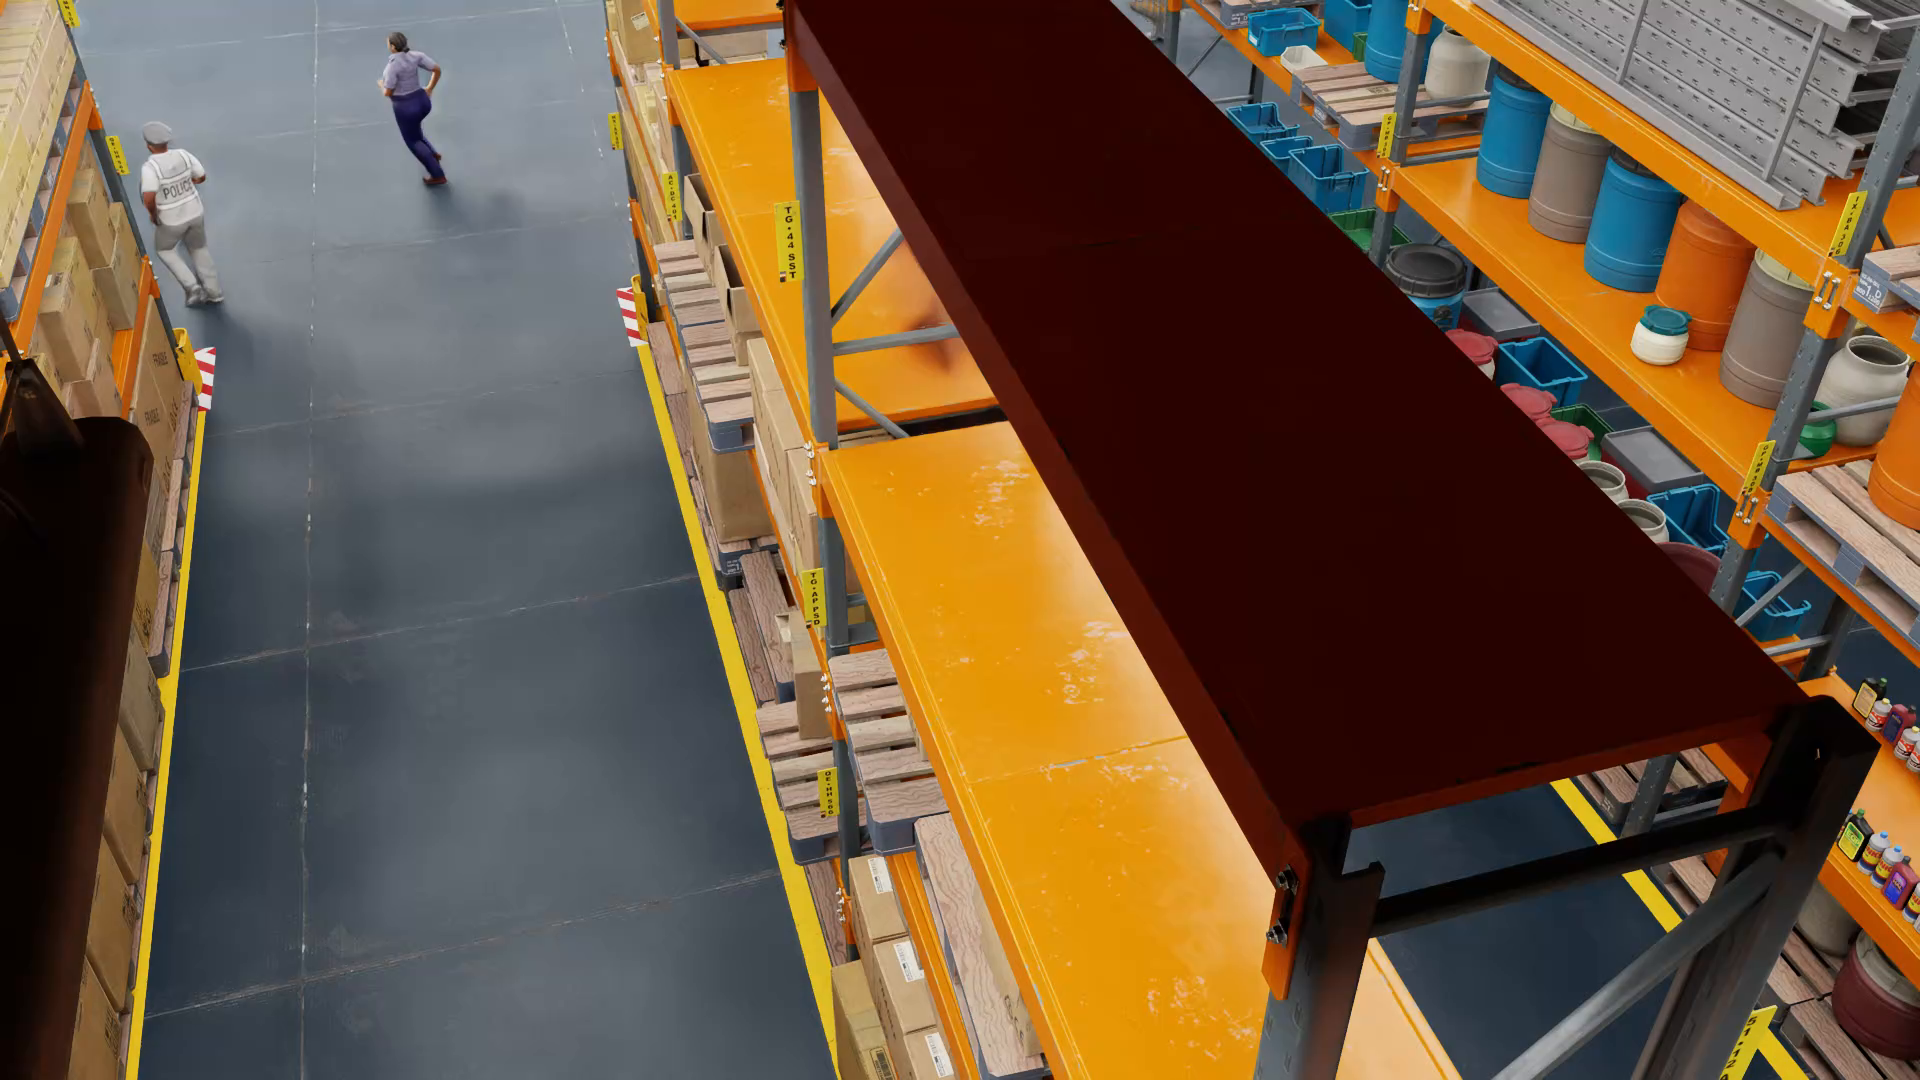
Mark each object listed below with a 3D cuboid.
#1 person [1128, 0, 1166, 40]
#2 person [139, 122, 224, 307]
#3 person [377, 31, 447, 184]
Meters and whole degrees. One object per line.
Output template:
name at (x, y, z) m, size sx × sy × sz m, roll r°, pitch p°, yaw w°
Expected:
person at (2.280, -6.897, 20.173) m, size 0.661 × 1.678 × 0.647 m, roll 2°, pitch 38°, yaw 3°
person at (-7.190, -2.984, 15.196) m, size 0.611 × 1.784 × 0.711 m, roll 24°, pitch 44°, yaw 27°
person at (-5.685, -4.474, 17.155) m, size 0.632 × 1.621 × 0.586 m, roll 14°, pitch 41°, yaw 17°
